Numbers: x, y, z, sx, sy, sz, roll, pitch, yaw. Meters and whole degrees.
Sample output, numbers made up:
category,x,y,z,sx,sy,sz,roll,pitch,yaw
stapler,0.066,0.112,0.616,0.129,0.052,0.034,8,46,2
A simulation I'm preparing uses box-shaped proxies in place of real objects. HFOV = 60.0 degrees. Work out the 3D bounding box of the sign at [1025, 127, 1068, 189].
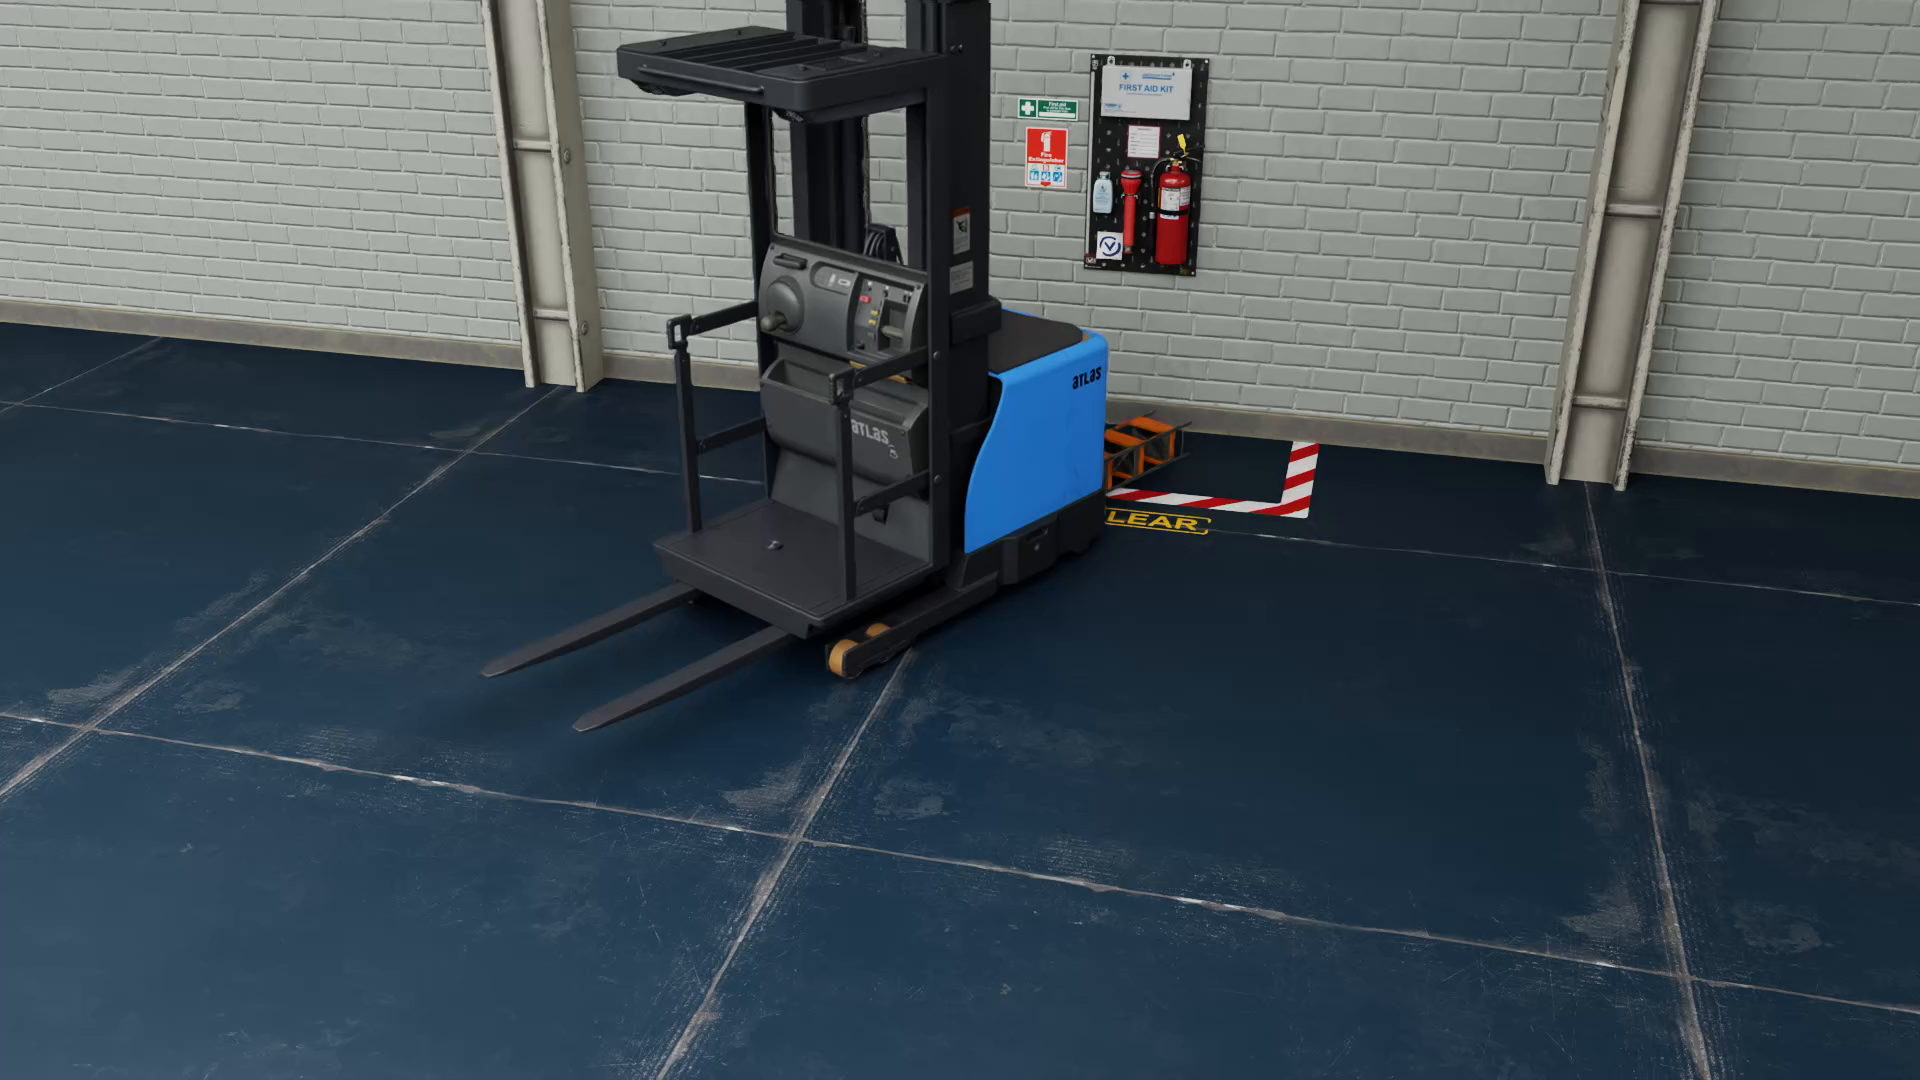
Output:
category,x,y,z,sx,sy,sz,roll,pitch,yaw
sign,0.473,-2.097,9.124,0.234,0.329,0.001,6,26,13

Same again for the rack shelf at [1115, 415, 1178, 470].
category,x,y,z,sx,sy,sz,roll,pitch,yaw
rack shelf,1.014,-0.525,9.093,0.240,0.215,0.259,21,32,37

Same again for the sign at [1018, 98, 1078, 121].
category,x,y,z,sx,sy,sz,roll,pitch,yaw
sign,0.475,-2.332,9.001,0.331,0.109,0.001,6,26,13

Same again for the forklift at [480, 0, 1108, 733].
category,x,y,z,sx,sy,sz,roll,pitch,yaw
forklift,-0.652,-0.982,6.904,1.130,2.935,3.031,21,33,37

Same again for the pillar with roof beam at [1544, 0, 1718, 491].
category,x,y,z,sx,sy,sz,roll,pitch,yaw
pillar with roof beam,2.295,-2.615,3.274,0.400,9.000,9.100,6,26,13

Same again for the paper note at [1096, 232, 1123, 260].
category,x,y,z,sx,sy,sz,roll,pitch,yaw
paper note,0.829,-1.629,9.207,0.142,0.148,0.016,6,26,13

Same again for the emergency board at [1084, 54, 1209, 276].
category,x,y,z,sx,sy,sz,roll,pitch,yaw
emergency board,0.983,-1.979,8.917,0.643,1.169,0.194,6,26,13

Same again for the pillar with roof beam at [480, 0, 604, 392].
category,x,y,z,sx,sy,sz,roll,pitch,yaw
pillar with roof beam,-3.516,-3.257,4.623,0.400,9.000,9.100,6,26,13

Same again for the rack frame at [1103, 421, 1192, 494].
category,x,y,z,sx,sy,sz,roll,pitch,yaw
rack frame,0.924,-0.407,8.834,0.008,0.200,1.050,21,32,37

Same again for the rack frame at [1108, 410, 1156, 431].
category,x,y,z,sx,sy,sz,roll,pitch,yaw
rack frame,0.741,-0.478,8.980,0.008,0.200,1.050,21,32,37

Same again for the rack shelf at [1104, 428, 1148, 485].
category,x,y,z,sx,sy,sz,roll,pitch,yaw
rack shelf,0.825,-0.439,8.900,0.240,0.215,0.259,21,32,37

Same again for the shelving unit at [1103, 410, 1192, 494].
category,x,y,z,sx,sy,sz,roll,pitch,yaw
shelving unit,0.832,-0.442,8.907,0.252,0.215,1.050,21,32,37

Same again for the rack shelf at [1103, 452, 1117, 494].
category,x,y,z,sx,sy,sz,roll,pitch,yaw
rack shelf,0.641,-0.355,8.710,0.240,0.215,0.259,21,32,37
